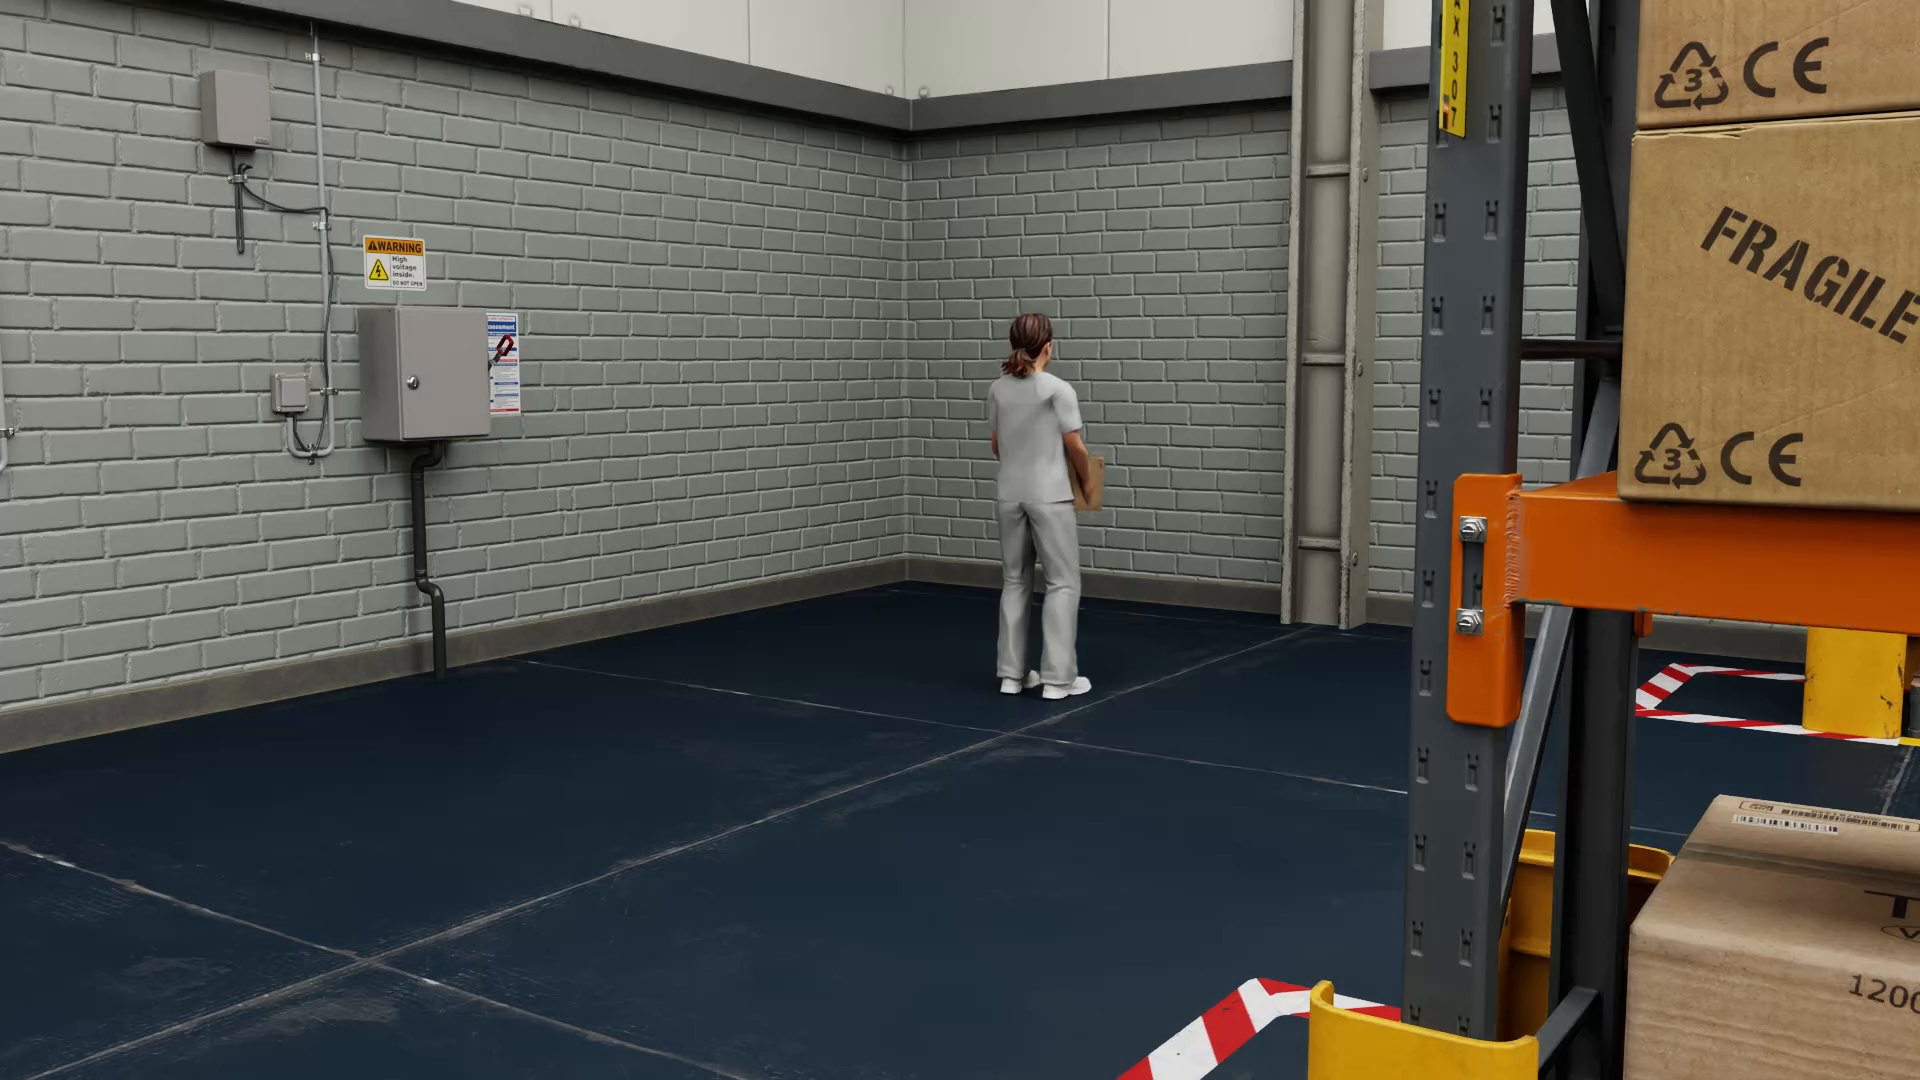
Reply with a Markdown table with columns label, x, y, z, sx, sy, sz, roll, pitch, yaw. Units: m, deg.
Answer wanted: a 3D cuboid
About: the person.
| label | x | y | z | sx | sy | sz | roll | pitch | yaw |
| --- | --- | --- | --- | --- | --- | --- | --- | --- | --- |
| person | 0.360 | -0.155 | 7.350 | 0.463 | 1.675 | 0.490 | 4 | 8 | 33 |
